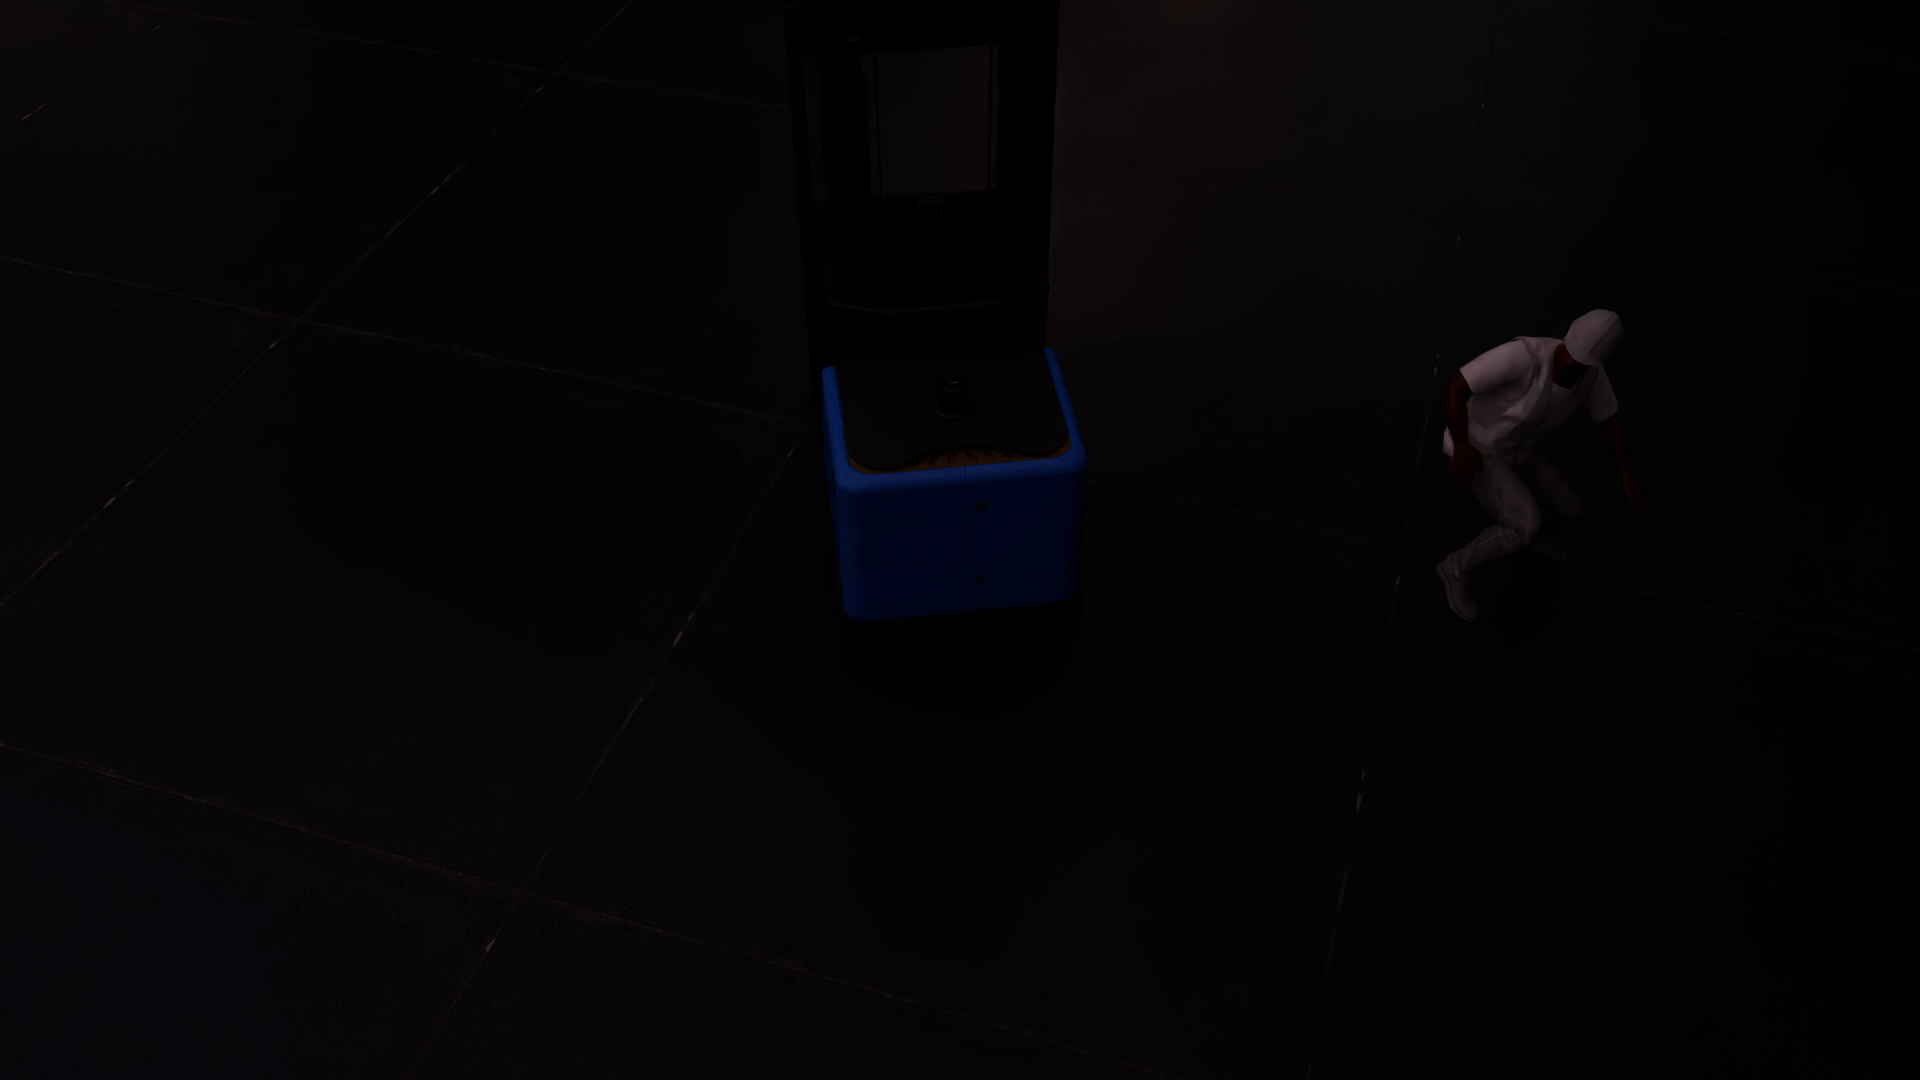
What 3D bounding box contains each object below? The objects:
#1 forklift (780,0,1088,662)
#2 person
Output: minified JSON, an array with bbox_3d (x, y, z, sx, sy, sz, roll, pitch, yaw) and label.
[{"bbox_3d":[-0.189,-1.555,7.360,1.130,2.935,3.031,-6,43,-6],"label":"forklift"},{"bbox_3d":[2.469,-0.349,7.152,0.836,1.527,0.682,-21,47,-21],"label":"person"}]
